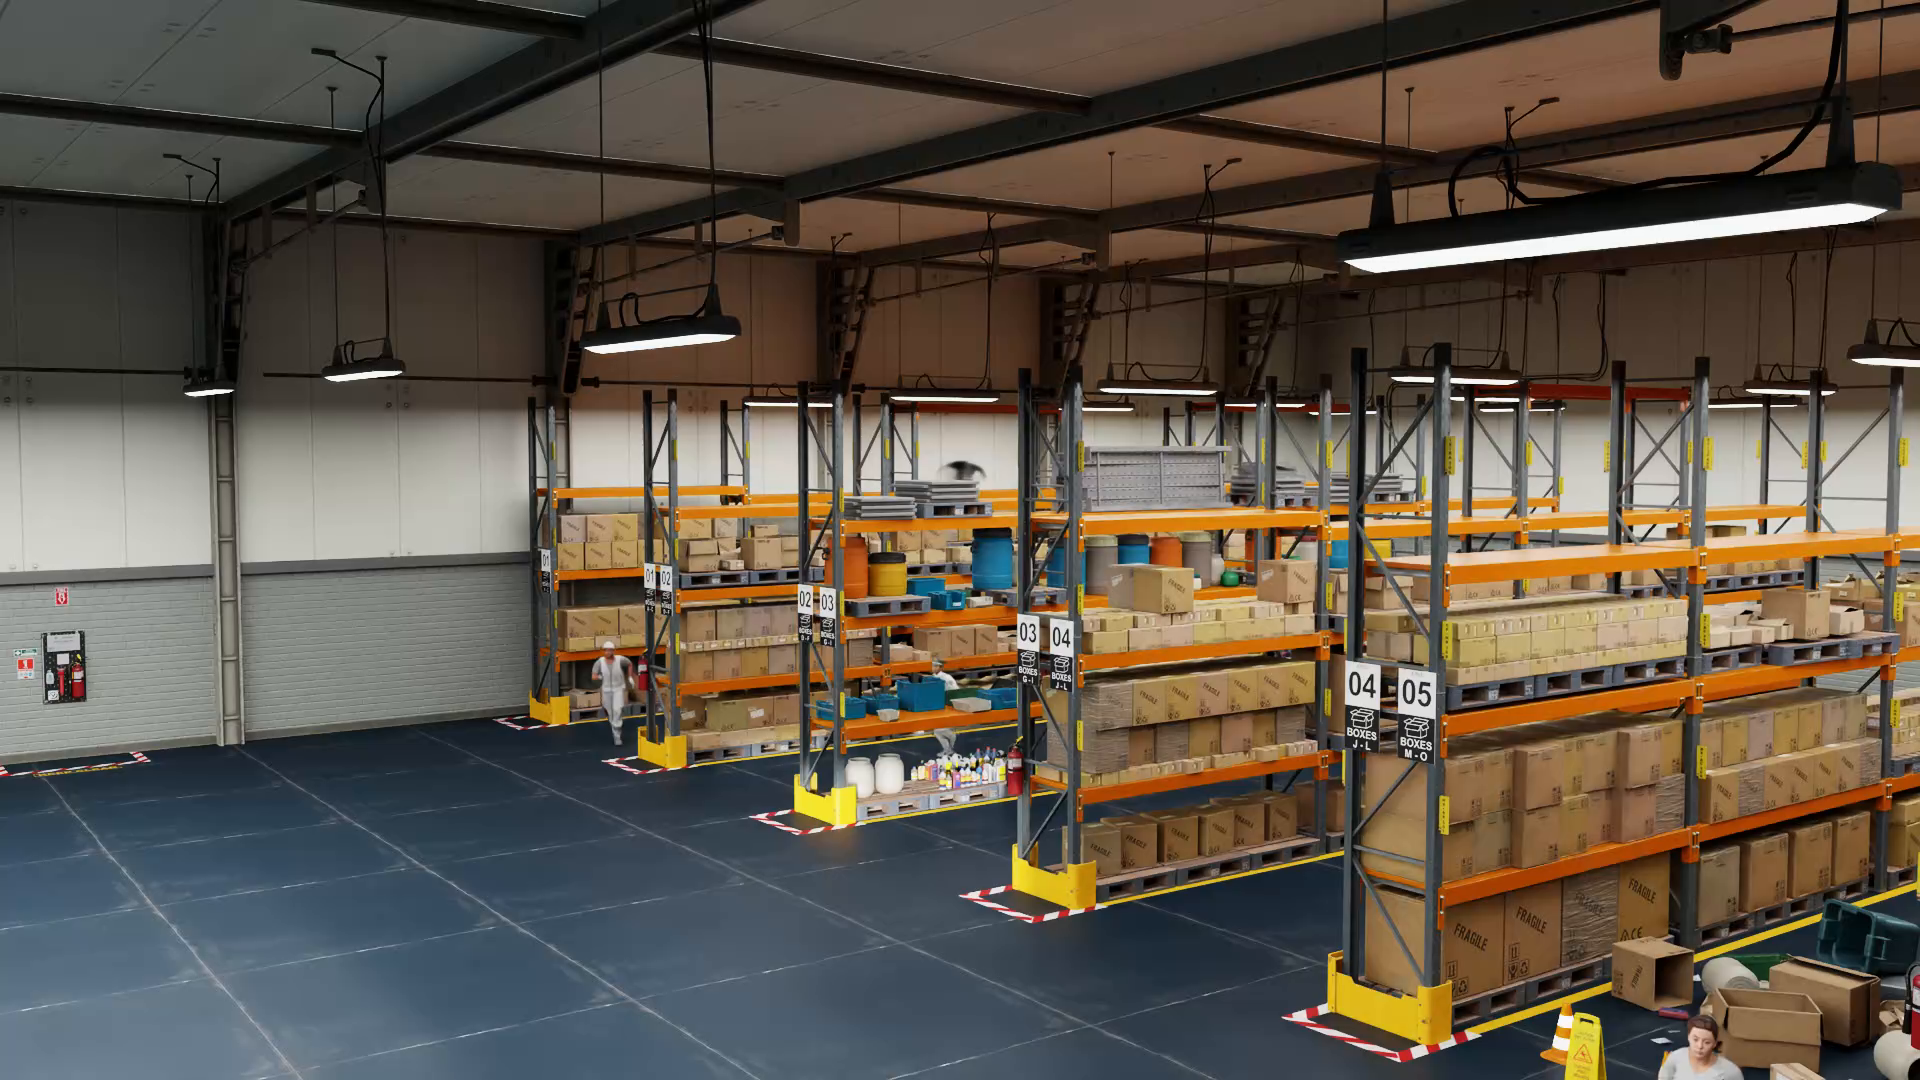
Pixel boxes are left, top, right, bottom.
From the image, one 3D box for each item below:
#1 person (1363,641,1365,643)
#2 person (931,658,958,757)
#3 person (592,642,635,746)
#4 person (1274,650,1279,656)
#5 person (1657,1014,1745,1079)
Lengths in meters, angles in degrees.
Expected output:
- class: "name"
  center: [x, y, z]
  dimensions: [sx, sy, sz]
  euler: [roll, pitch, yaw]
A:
- class: "person"
  center: [9.514, 2.209, 38.245]
  dimensions: [0.581, 1.433, 1.170]
  euler: [1, 4, 18]
- class: "person"
  center: [-0.280, 2.736, 27.291]
  dimensions: [0.650, 1.647, 0.529]
  euler: [3, 5, 42]
- class: "person"
  center: [-5.916, 2.592, 28.398]
  dimensions: [0.668, 1.758, 0.982]
  euler: [0, 3, 2]
- class: "person"
  center: [5.951, 2.444, 31.789]
  dimensions: [0.884, 1.662, 0.589]
  euler: [-2, 4, -31]
- class: "person"
  center: [4.618, 3.720, 10.395]
  dimensions: [0.943, 1.594, 0.580]
  euler: [-3, 4, -41]
